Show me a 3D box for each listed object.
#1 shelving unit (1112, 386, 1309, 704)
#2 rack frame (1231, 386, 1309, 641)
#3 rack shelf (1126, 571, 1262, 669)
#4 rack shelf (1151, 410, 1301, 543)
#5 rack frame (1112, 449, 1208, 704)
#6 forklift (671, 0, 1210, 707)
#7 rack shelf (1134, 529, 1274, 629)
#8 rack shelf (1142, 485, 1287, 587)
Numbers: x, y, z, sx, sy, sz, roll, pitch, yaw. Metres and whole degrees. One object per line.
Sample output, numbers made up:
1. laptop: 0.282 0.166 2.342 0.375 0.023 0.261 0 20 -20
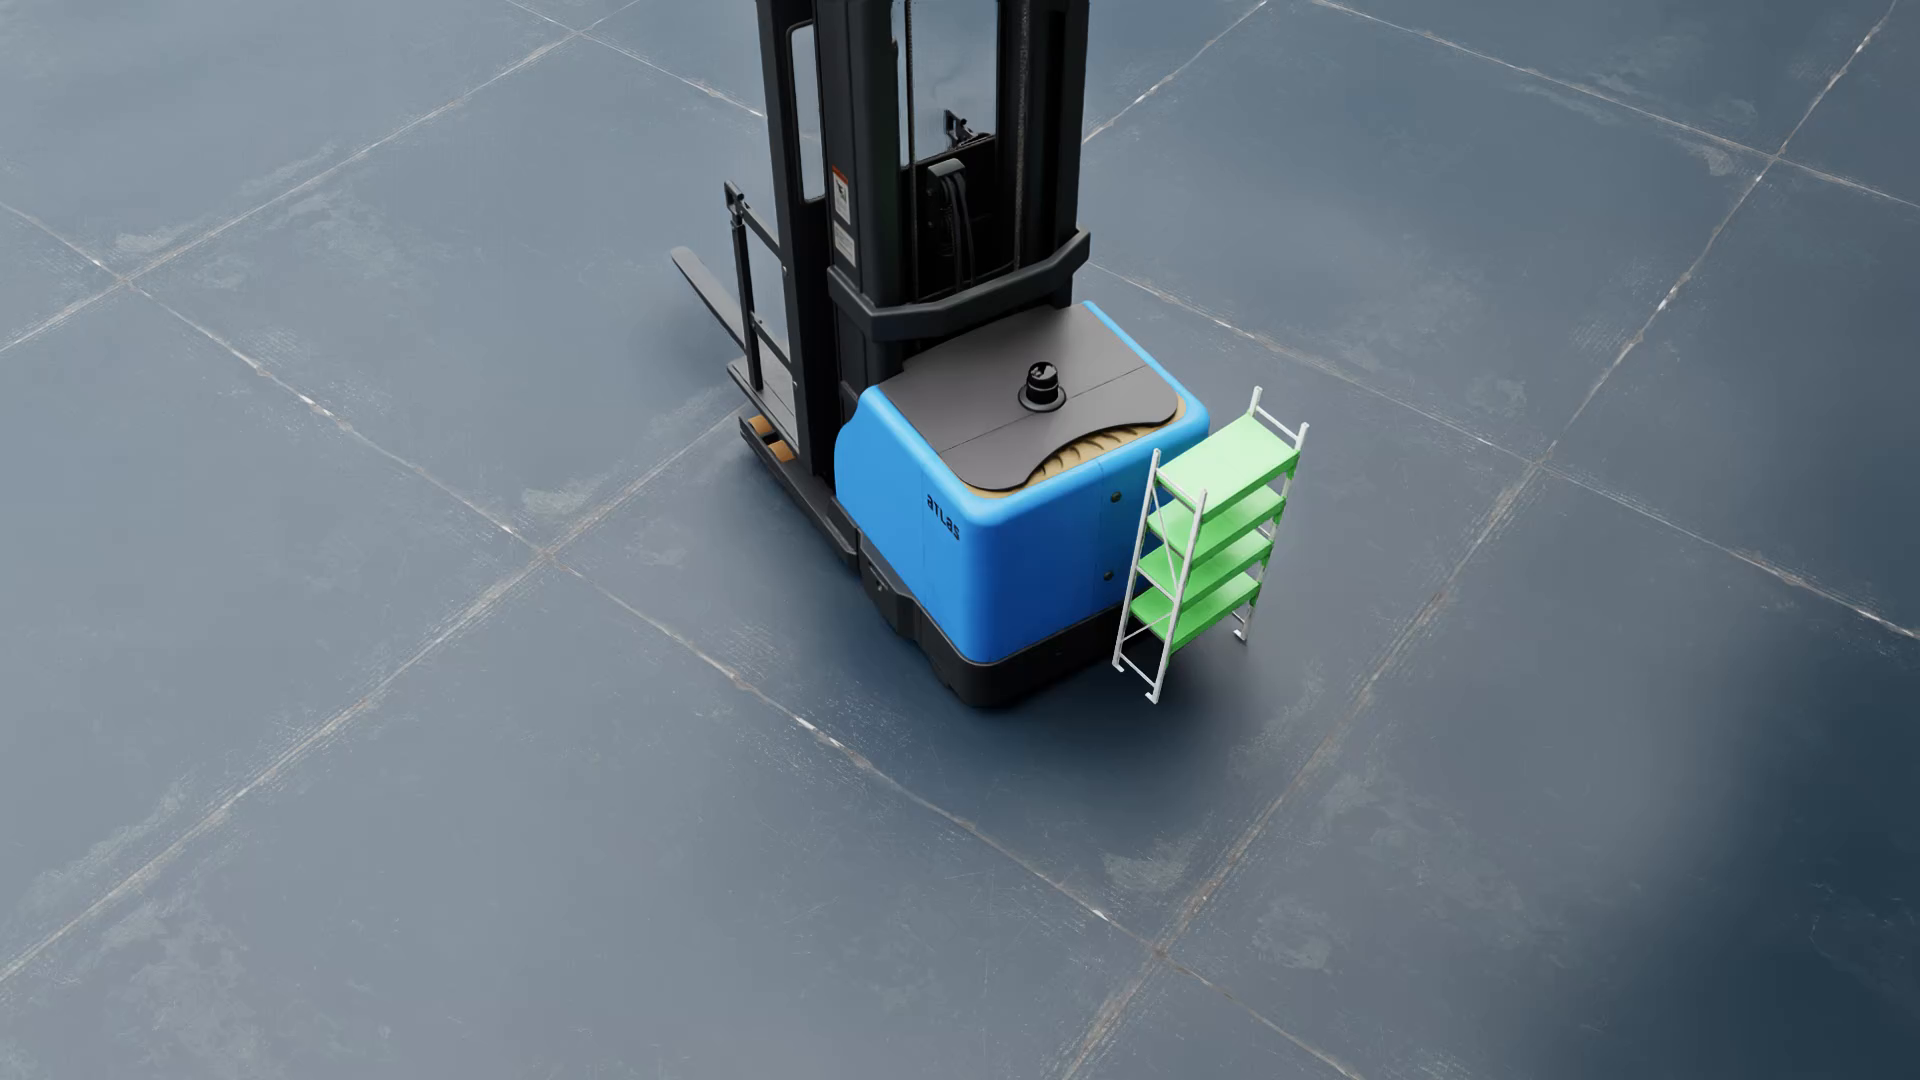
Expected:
1. shelving unit: 0.885 0.046 6.029 0.503 1.200 0.258 -31 58 -26
2. rack frame: 1.071 -0.068 6.137 0.015 1.200 0.240 -31 58 -26
3. rack shelf: 0.870 0.243 6.260 0.480 0.148 0.258 -31 58 -26
4. rack shelf: 0.904 -0.224 5.713 0.480 0.148 0.258 -31 58 -26
5. rack frame: 0.698 0.160 5.920 0.015 1.200 0.240 -31 58 -26
6. forklift: -0.299 -1.440 6.263 1.130 2.935 3.031 -24 51 -21
7. rack shelf: 0.882 0.087 6.077 0.480 0.148 0.258 -31 58 -26
8. rack shelf: 0.893 -0.068 5.895 0.480 0.148 0.258 -31 58 -26
